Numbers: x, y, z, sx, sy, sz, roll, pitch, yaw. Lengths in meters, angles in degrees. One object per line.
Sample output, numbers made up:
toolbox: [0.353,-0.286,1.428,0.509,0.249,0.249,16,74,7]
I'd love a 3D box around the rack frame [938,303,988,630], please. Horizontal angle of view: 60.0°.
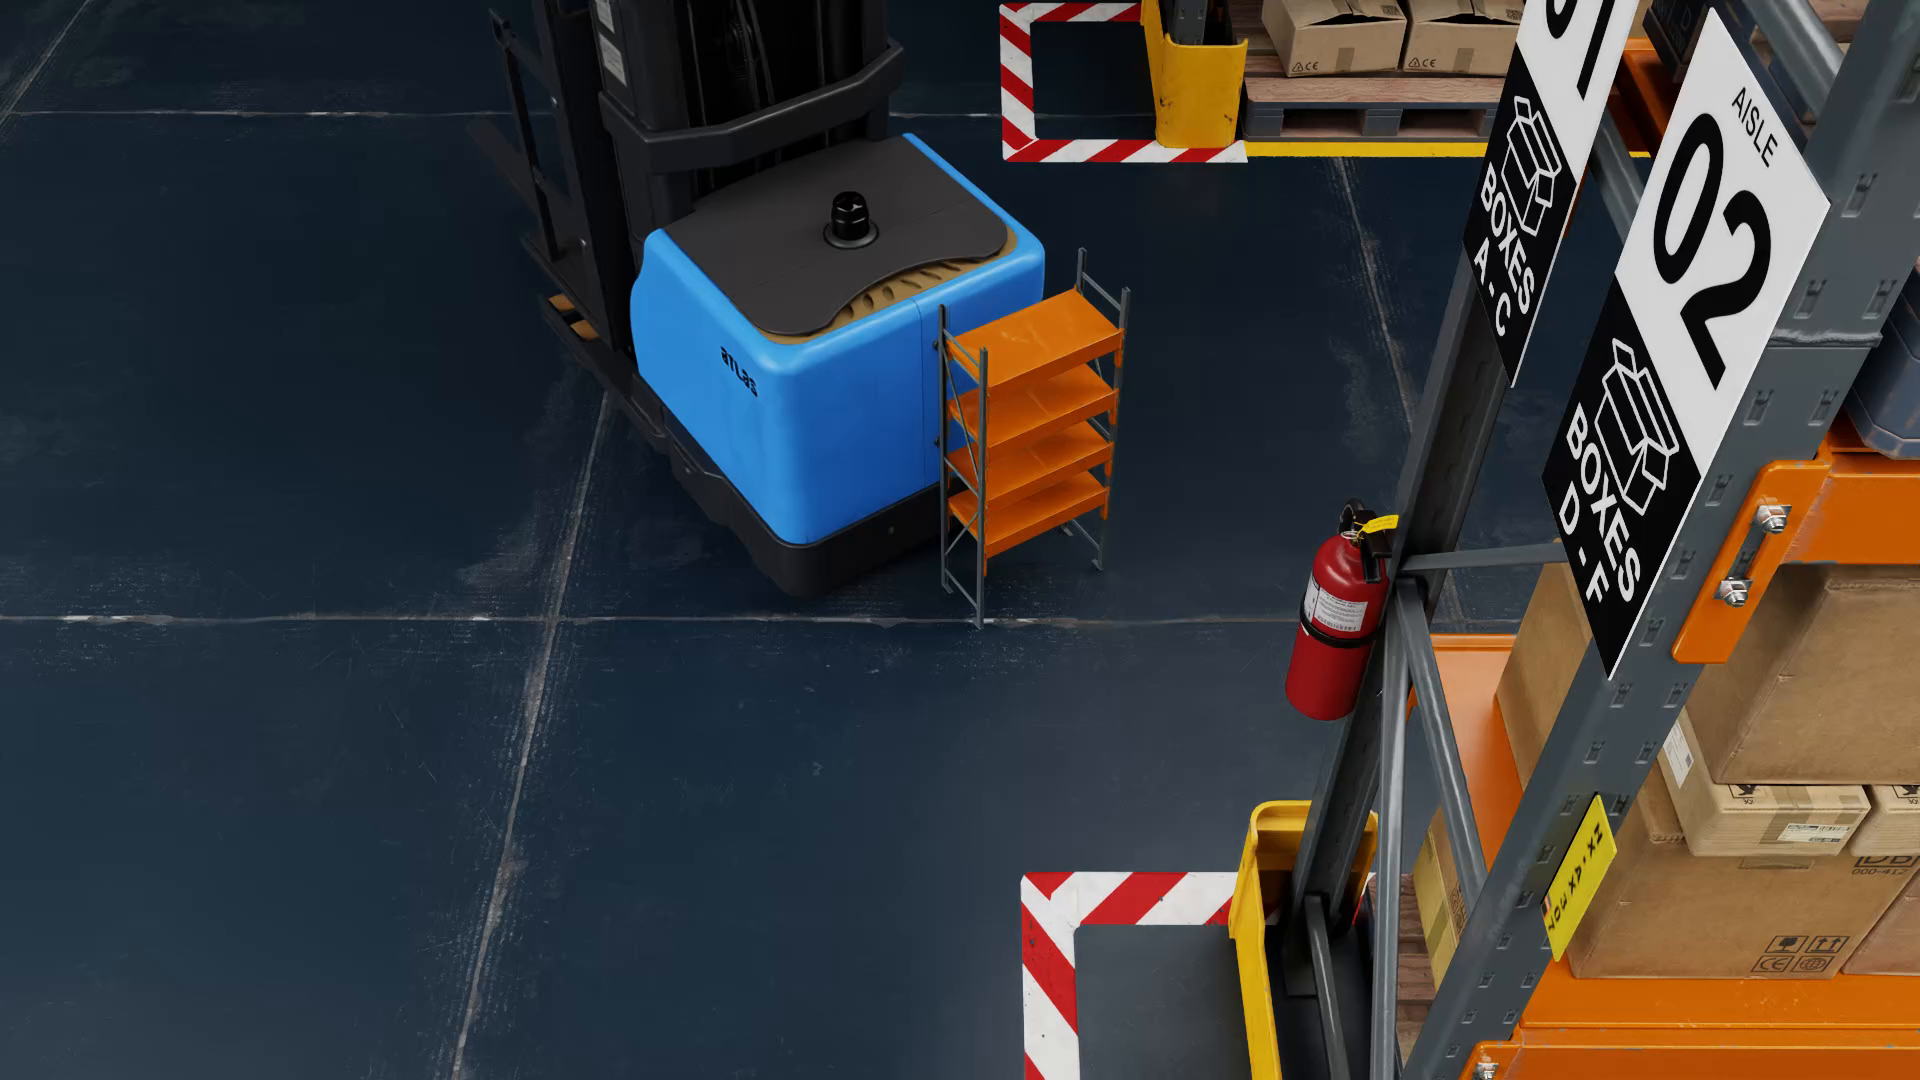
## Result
rack frame: [0.008,-0.189,5.106,0.015,1.200,0.240,-25,52,-21]

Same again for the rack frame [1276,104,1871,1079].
rack frame: [0.959,0.442,3.290,0.127,3.000,1.000,0,47,0]

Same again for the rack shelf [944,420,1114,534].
rack shelf: [0.214,-0.238,5.244,0.480,0.148,0.258,-25,52,-21]

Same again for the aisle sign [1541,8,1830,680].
aisle sign: [0.893,-0.220,2.129,0.004,0.787,0.394,0,47,0]

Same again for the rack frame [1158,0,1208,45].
rack frame: [0.974,-3.184,6.665,0.127,3.000,1.000,0,47,0]

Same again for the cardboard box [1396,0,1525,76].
cardboard box: [2.236,-2.349,7.423,0.500,0.311,0.500,4,47,3]

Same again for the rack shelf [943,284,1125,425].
rack shelf: [0.214,-0.552,4.907,0.480,0.148,0.258,-25,52,-21]

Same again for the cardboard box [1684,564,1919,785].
cardboard box: [1.479,-0.024,2.768,0.500,0.500,0.700,0,47,0]

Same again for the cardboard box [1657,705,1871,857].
cardboard box: [1.351,0.345,2.868,0.250,0.149,0.380,0,47,0]

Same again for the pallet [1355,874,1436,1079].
pallet: [1.724,1.363,4.337,1.213,0.211,1.003,0,47,0]

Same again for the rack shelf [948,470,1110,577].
rack shelf: [0.214,-0.103,5.389,0.480,0.148,0.258,-25,52,-21]

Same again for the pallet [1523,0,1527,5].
pallet: [3.079,-2.200,7.654,1.213,0.211,1.003,0,47,0]

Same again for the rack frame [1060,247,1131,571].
rack frame: [0.420,-0.380,5.284,0.015,1.200,0.240,-25,52,-21]

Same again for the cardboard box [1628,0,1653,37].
cardboard box: [2.969,-2.375,7.318,0.500,0.500,0.700,-3,47,-2]

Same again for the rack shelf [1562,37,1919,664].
rack shelf: [2.959,-0.330,2.450,4.000,0.370,1.077,0,47,0]

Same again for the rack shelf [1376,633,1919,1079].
rack shelf: [2.959,0.692,3.548,4.000,0.370,1.077,0,47,0]

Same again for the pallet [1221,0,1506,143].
pallet: [1.862,-2.206,7.659,1.213,0.211,1.003,0,47,0]

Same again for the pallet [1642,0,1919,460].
pallet: [1.666,-0.529,2.205,1.213,0.211,1.003,0,47,0]

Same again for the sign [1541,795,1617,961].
sign: [0.951,0.526,2.566,0.005,0.325,0.100,0,47,0]

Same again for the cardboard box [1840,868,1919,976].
cardboard box: [1.951,0.416,3.245,0.500,0.500,0.700,1,47,1]

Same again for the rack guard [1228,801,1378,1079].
rack guard: [0.935,1.293,4.205,0.348,0.500,1.175,0,47,0]

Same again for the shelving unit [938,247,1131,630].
shelving unit: [0.214,-0.284,5.195,0.503,1.200,0.258,-25,52,-21]

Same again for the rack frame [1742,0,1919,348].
rack frame: [0.959,-1.602,1.094,0.127,3.000,1.000,0,47,0]

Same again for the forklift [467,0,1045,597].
forklift: [-0.972,-1.861,5.480,1.130,2.935,3.031,-27,53,-23]

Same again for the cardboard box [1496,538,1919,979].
cardboard box: [1.426,0.418,3.243,0.500,0.500,0.700,0,47,0]

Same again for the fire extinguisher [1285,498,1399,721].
fire extinguisher: [0.843,0.128,3.635,0.183,0.674,0.296,0,47,0]

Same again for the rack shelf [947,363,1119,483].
rack shelf: [0.214,-0.391,5.080,0.480,0.148,0.258,-25,52,-21]

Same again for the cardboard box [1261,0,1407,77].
cardboard box: [1.666,-2.350,7.425,0.500,0.311,0.500,-5,47,-4]

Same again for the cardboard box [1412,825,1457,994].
cardboard box: [1.497,1.021,4.342,0.500,0.250,0.500,0,47,0]

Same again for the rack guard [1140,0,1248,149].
rack guard: [1.050,-2.332,7.579,0.348,0.500,1.175,0,47,0]

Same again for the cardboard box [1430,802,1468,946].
cardboard box: [1.497,0.764,4.069,0.500,0.500,0.500,0,47,0]

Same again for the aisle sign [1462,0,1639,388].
aisle sign: [0.895,-0.659,2.538,0.004,0.787,0.394,0,47,0]

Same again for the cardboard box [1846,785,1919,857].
cardboard box: [1.615,0.344,2.869,0.250,0.149,0.380,-1,47,-1]
